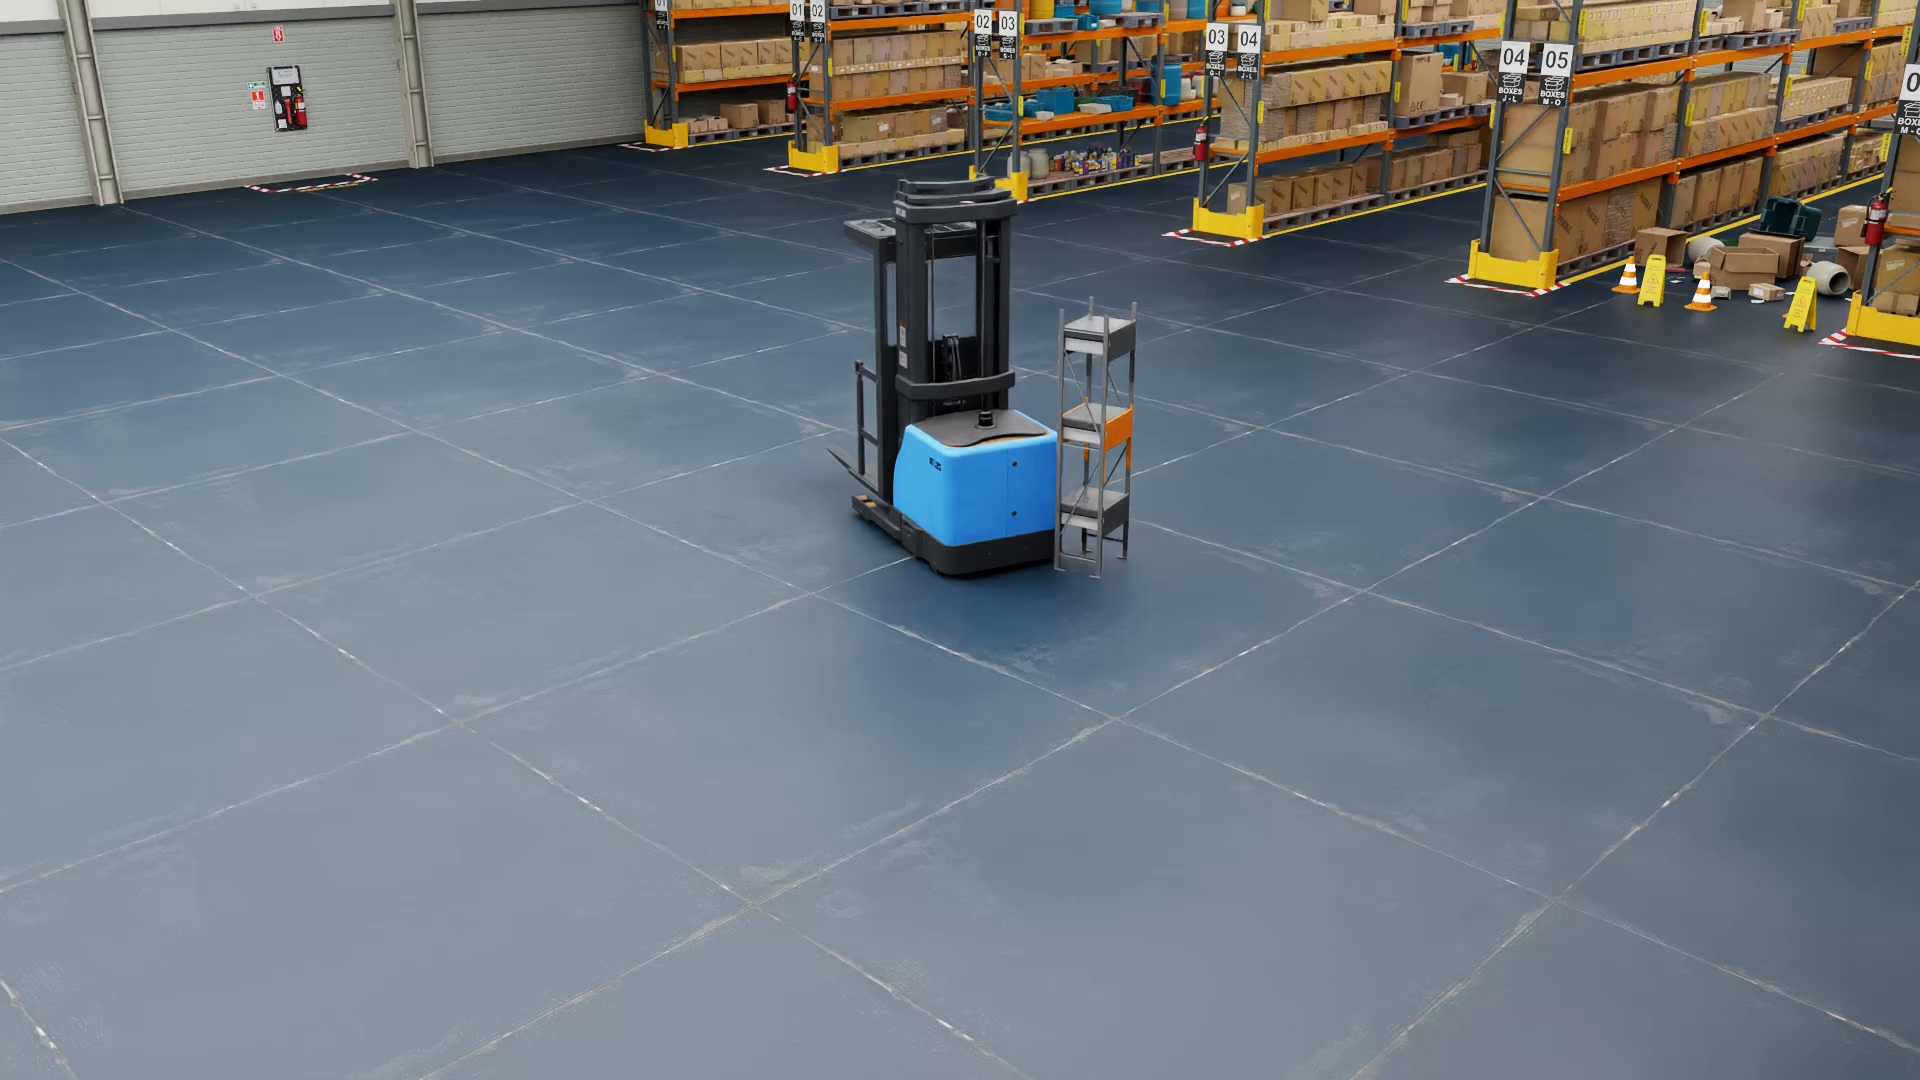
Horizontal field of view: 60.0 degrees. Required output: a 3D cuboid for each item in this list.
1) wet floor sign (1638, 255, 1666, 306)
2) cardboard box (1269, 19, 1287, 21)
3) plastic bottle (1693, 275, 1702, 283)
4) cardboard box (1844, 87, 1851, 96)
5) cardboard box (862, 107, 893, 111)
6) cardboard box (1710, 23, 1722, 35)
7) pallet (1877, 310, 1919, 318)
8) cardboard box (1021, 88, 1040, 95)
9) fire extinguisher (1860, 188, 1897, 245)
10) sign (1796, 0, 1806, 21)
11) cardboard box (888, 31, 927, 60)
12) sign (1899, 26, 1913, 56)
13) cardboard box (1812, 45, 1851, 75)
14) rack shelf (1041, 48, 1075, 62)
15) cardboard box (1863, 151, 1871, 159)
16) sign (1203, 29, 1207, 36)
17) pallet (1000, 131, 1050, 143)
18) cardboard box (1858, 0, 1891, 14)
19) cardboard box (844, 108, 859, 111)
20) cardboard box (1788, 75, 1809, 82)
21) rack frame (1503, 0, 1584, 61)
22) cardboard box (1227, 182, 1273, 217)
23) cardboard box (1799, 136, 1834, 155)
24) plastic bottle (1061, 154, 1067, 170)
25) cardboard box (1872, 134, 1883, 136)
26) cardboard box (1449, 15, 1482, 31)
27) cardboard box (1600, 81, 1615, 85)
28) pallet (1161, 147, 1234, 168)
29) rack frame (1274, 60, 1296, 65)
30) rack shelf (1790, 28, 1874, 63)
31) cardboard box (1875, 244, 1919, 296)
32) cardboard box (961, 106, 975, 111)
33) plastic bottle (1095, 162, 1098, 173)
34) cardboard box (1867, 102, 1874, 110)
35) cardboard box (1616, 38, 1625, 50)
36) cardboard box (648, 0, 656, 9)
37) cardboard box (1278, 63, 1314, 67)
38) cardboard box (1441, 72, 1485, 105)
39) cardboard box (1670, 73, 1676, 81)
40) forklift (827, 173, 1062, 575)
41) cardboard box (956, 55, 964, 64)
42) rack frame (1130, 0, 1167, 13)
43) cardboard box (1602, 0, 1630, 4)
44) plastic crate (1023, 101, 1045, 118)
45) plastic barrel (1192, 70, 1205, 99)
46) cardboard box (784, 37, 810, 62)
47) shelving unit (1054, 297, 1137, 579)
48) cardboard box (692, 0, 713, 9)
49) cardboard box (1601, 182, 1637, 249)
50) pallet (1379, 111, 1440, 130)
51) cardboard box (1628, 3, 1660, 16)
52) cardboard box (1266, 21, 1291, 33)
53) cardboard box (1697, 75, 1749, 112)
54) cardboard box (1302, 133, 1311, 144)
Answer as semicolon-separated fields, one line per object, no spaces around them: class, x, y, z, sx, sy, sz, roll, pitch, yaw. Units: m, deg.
wet floor sign;9.092;-3.413;21.783;0.267;0.644;0.232;14;25;32
cardboard box;4.978;-8.187;26.392;0.380;0.149;0.250;20;28;41
plastic bottle;10.307;-3.649;23.211;0.133;0.061;0.283;9;23;23
cardboard box;15.929;-8.166;30.216;0.250;0.149;0.380;-19;28;-40
cardboard box;-1.687;-8.627;34.267;0.500;0.500;0.500;19;28;41
cardboard box;11.385;-7.774;25.290;0.250;0.149;0.380;19;28;41
pallet;11.956;-2.720;20.585;1.003;0.211;1.213;19;28;41
cardboard box;1.574;-12.080;43.459;0.750;0.750;0.750;20;28;41
fire extinguisher;10.901;-3.852;19.751;0.296;0.674;0.183;19;28;41
sign;13.666;-8.609;27.007;0.100;0.325;0.005;19;28;41
cardboard box;-1.101;-10.069;33.870;0.700;0.500;0.500;19;28;41
sign;10.927;-5.760;19.191;0.100;0.325;0.005;19;28;41
cardboard box;16.199;-8.941;30.934;0.500;0.500;0.500;18;27;39
rack shelf;3.330;-13.265;45.135;1.077;0.370;4.000;19;28;41
cardboard box;17.203;-7.410;31.873;0.250;0.149;0.380;-19;28;-40
sign;5.887;-12.250;39.878;0.100;0.325;0.005;19;28;41
pallet;1.243;-9.004;36.933;1.003;0.211;1.213;19;28;41
cardboard box;16.573;-9.727;30.259;0.500;0.250;0.500;-19;28;-40
cardboard box;-2.820;-10.407;39.569;0.700;0.500;0.500;19;28;40
cardboard box;15.270;-8.397;30.403;0.250;0.149;0.380;-19;28;-41
rack frame;7.694;-7.816;21.593;1.000;3.000;0.127;19;28;41
cardboard box;4.658;-5.468;26.746;0.500;0.500;0.500;-14;25;-32
cardboard box;15.358;-7.096;29.935;0.500;0.250;0.500;-19;28;-40
plastic bottle;1.921;-7.132;31.359;0.152;0.276;0.135;18;28;39
cardboard box;18.135;-7.872;32.662;0.380;0.149;0.250;18;27;39
cardboard box;8.947;-9.226;29.653;0.500;0.250;0.500;-19;28;-41
cardboard box;13.097;-9.491;34.109;0.500;0.250;0.500;19;28;40
pallet;4.823;-7.776;33.737;1.003;0.211;1.213;19;28;41
rack frame;8.277;-12.876;43.120;1.000;3.000;0.127;19;28;41
rack shelf;14.670;-8.650;28.948;1.077;0.370;4.000;19;28;41
cardboard box;11.683;-3.336;20.503;0.500;0.500;0.500;19;28;41
cardboard box;0.341;-9.277;36.222;0.500;0.311;0.500;-19;28;-41
plastic bottle;2.528;-6.949;30.987;0.097;0.201;0.097;0;21;0
cardboard box;16.966;-8.209;31.328;0.380;0.149;0.250;18;27;38
cardboard box;8.867;-6.808;22.779;0.380;0.149;0.250;19;28;41
cardboard box;-6.327;-11.629;35.527;0.500;0.500;0.500;-18;27;-38
cardboard box;5.467;-7.523;27.244;0.500;0.500;0.500;19;28;41
cardboard box;9.125;-8.264;30.398;0.500;0.500;0.700;-15;26;-34
cardboard box;15.360;-10.104;36.260;0.250;0.149;0.380;-20;28;-41
forklift;-0.282;-1.588;13.847;1.130;2.935;3.031;-10;23;-24
cardboard box;-0.130;-10.017;34.639;0.380;0.149;0.250;19;28;41
rack frame;3.452;-11.351;30.791;1.000;3.000;0.127;19;28;41
cardboard box;9.456;-7.737;24.082;0.380;0.149;0.250;19;28;40
plastic crate;1.254;-7.822;30.179;0.499;0.251;0.408;19;28;41
plastic barrel;4.788;-8.994;32.830;0.433;0.535;0.433;0;21;0
cardboard box;-3.754;-11.121;37.689;0.500;0.500;0.500;19;28;41
shelving unit;1.048;-0.786;12.920;0.431;2.100;0.503;12;24;28
cardboard box;-5.624;-11.611;35.480;0.500;0.500;0.500;-18;27;-39
cardboard box;9.369;-4.871;24.670;0.875;0.875;0.875;20;28;41
pallet;7.638;-7.381;29.092;1.003;0.211;1.213;19;28;41
cardboard box;9.576;-7.443;23.319;0.380;0.149;0.250;19;28;40
cardboard box;4.906;-7.950;25.777;0.380;0.149;0.250;19;28;40
cardboard box;12.246;-7.209;26.845;0.700;0.500;0.500;19;28;40
cardboard box;5.447;-6.502;26.887;0.380;0.149;0.250;19;28;41
